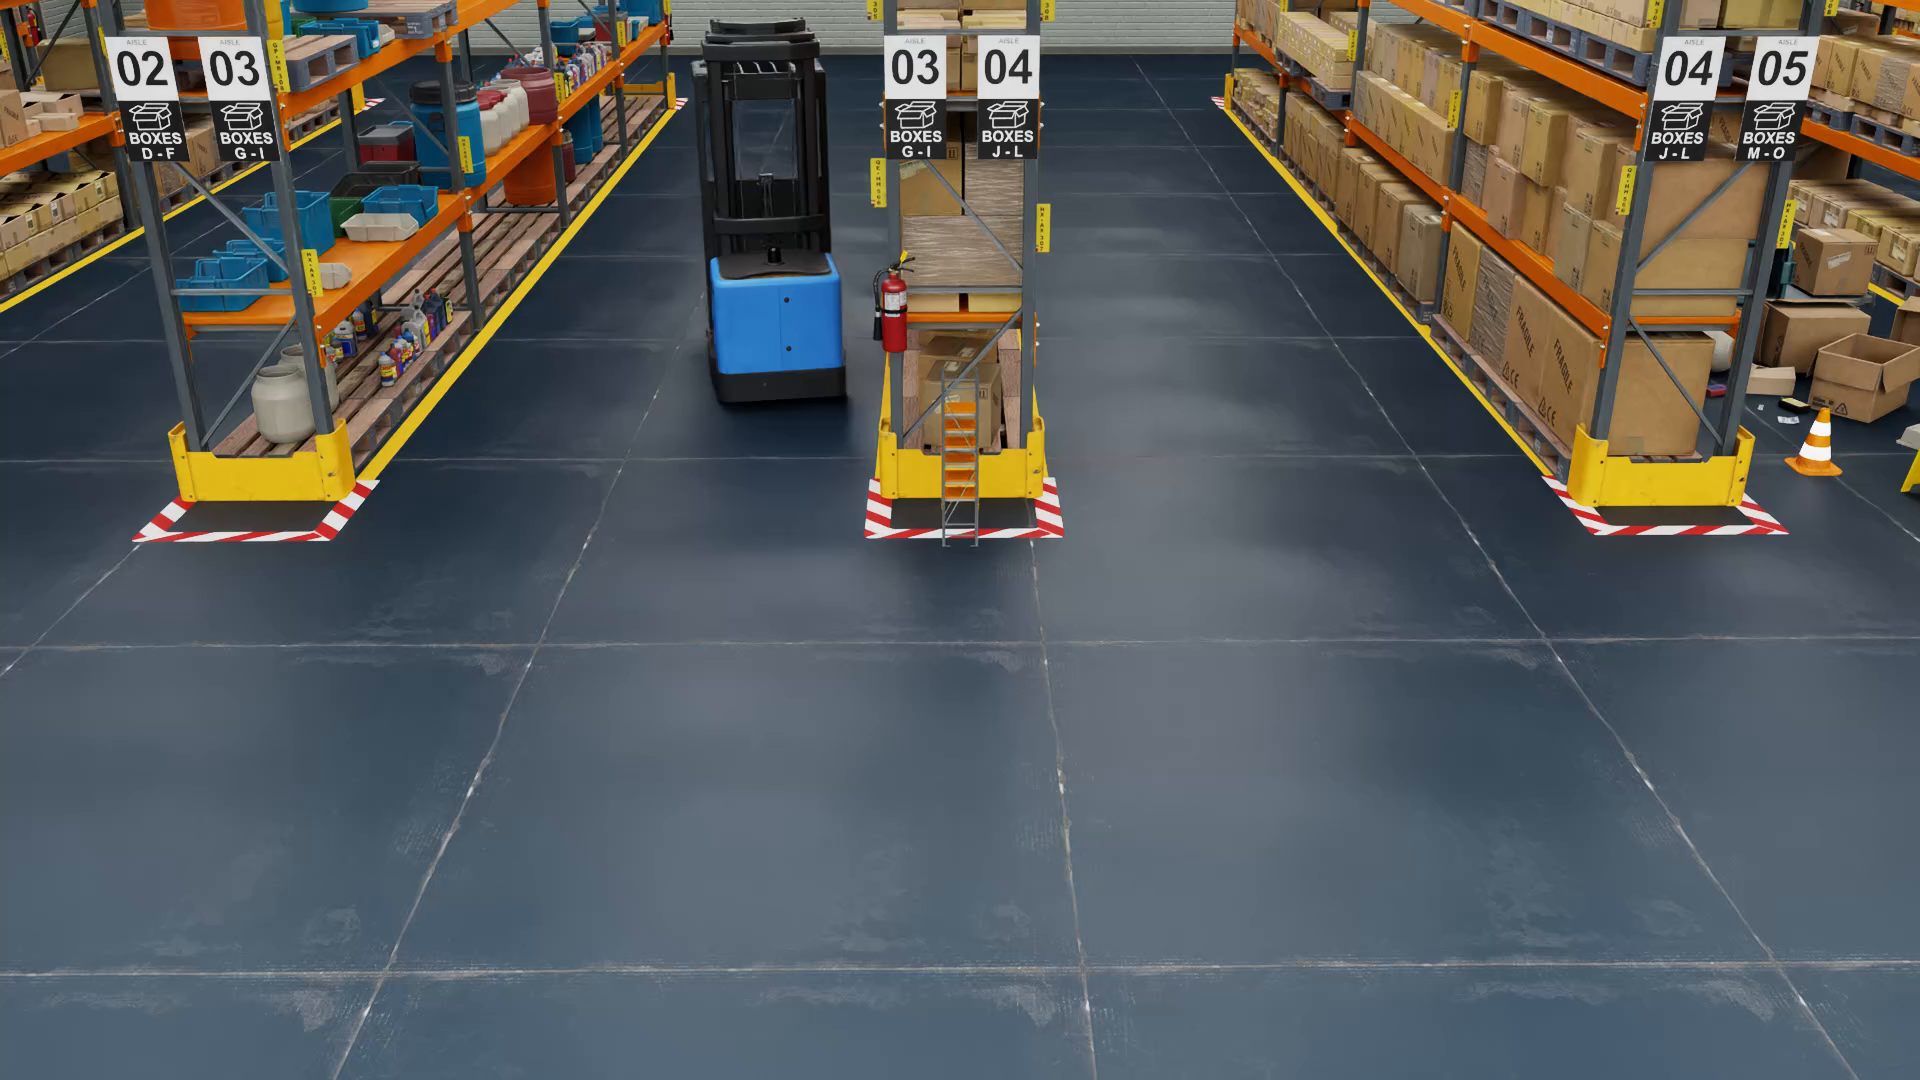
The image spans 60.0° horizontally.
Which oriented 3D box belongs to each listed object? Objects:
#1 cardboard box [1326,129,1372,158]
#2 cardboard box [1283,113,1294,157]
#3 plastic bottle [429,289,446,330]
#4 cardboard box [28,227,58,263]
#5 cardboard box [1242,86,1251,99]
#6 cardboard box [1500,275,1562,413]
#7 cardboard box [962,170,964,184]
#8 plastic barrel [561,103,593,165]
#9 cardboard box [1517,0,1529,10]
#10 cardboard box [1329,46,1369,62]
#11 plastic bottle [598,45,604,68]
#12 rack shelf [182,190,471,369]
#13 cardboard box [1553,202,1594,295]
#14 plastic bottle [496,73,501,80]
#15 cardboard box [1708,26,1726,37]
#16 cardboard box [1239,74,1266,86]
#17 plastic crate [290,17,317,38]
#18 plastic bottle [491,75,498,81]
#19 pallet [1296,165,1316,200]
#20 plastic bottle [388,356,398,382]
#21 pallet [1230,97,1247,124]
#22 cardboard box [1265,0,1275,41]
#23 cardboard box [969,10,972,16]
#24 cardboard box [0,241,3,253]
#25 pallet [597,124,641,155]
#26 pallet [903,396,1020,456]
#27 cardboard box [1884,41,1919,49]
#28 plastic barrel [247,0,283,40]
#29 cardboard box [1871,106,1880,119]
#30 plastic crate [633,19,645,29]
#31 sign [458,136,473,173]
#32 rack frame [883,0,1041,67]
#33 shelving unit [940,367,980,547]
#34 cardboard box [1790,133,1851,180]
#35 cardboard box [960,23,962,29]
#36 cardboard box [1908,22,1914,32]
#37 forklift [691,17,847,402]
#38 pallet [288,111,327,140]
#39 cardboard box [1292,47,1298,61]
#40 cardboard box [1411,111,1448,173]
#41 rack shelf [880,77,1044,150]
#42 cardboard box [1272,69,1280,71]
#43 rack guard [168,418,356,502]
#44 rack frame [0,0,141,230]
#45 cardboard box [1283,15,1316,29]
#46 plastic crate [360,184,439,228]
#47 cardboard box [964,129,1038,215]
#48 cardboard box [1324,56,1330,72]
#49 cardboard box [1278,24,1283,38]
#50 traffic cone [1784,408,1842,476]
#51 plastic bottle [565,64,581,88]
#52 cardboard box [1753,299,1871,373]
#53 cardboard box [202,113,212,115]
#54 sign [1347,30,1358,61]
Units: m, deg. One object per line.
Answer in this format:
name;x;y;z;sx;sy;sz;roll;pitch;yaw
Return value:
cardboard box;4.616;-4.657;19.520;0.500;0.250;0.500;-1;24;-2
cardboard box;4.585;-5.377;22.022;0.500;0.500;0.500;1;24;1
plastic bottle;-4.689;-2.060;14.846;0.144;0.351;0.185;-1;24;-2
cardboard box;-9.711;-3.049;17.180;0.500;0.250;0.500;0;24;0
cardboard box;4.479;-6.769;25.167;0.380;0.149;0.250;0;24;1
cardboard box;4.888;-1.550;13.107;0.875;0.875;0.875;-1;24;-1
cardboard box;-0.054;-2.524;12.709;0.875;0.500;0.500;0;24;-1
plastic barrel;-5.075;-5.346;21.468;0.600;0.901;0.708;0;24;-1
cardboard box;4.606;-4.252;13.045;0.380;0.149;0.250;-1;24;-1
cardboard box;4.422;-5.530;18.910;0.380;0.149;0.250;-1;24;-3
plastic bottle;-4.696;-6.318;21.721;0.061;0.283;0.133;0;24;-1
rack shelf;-4.962;-2.179;13.300;1.077;0.370;4.000;0;24;-1
cardboard box;4.896;-2.133;12.144;0.875;0.550;0.550;0;24;-1
plastic bottle;-5.449;-5.388;19.680;0.097;0.271;0.097;0;24;0
cardboard box;5.286;-3.422;11.211;0.380;0.149;0.250;0;24;0
cardboard box;4.462;-7.007;25.331;0.380;0.149;0.250;0;24;-1
plastic crate;-5.239;-3.949;12.960;0.336;0.188;0.450;0;24;-1
plastic bottle;-5.447;-5.308;19.502;0.097;0.271;0.097;0;24;0
pallet;4.868;-4.535;21.020;1.003;0.211;1.213;0;24;-1
plastic bottle;-4.650;-1.399;13.565;0.097;0.201;0.097;0;24;0
pallet;4.773;-6.642;25.679;1.003;0.211;1.213;0;24;-1
cardboard box;4.550;-7.223;23.099;0.500;0.500;0.500;-1;24;-2
cardboard box;0.260;-3.835;12.148;0.380;0.149;0.250;-1;24;-3
cardboard box;-9.693;-2.882;16.128;0.500;0.311;0.500;-1;24;-1
pallet;-5.118;-5.659;23.507;1.003;0.211;1.213;0;24;-1
pallet;0.038;-0.800;12.764;1.003;0.211;1.213;0;24;-1
cardboard box;10.134;-5.019;17.716;0.500;0.500;0.500;-1;24;-1
plastic barrel;-5.080;-3.795;11.624;0.600;0.588;0.600;0;24;0
cardboard box;9.683;-4.430;17.199;0.380;0.149;0.250;1;24;2
plastic crate;-4.937;-7.728;24.944;0.396;0.136;0.243;0;24;-1
sign;-4.434;-3.455;14.913;0.100;0.325;0.005;0;24;-1
rack frame;0.012;-4.438;10.143;1.000;3.000;0.127;0;24;-1
shelving unit;0.000;-0.541;10.989;0.258;1.200;0.189;0;24;-1
cardboard box;9.910;-4.554;19.748;0.875;0.875;0.875;0;24;-1
cardboard box;0.252;-3.619;12.155;0.500;0.250;0.500;0;24;-1
cardboard box;14.476;-7.688;24.914;0.380;0.149;0.250;0;24;0
forklift;-1.703;-3.037;14.407;1.130;2.935;3.031;-4;25;-9
pallet;-10.047;-6.123;24.532;1.003;0.211;1.213;0;24;-1
cardboard box;4.399;-6.117;20.930;0.380;0.149;0.250;-1;24;-3
cardboard box;4.651;-3.801;15.893;0.500;0.500;0.500;-1;24;-1
rack shelf;-0.010;-3.568;12.731;1.077;0.370;4.000;0;24;-1
cardboard box;5.057;-7.225;25.812;0.380;0.149;0.250;0;24;0
rack guard;-4.989;-0.575;11.914;1.175;0.500;0.348;0;24;-1
rack frame;-9.981;-4.958;18.573;1.000;3.000;0.127;0;24;-1
cardboard box;4.395;-6.699;21.495;0.380;0.149;0.250;0;24;1
plastic crate;-4.701;-2.808;13.999;0.499;0.251;0.616;0;24;-1
cardboard box;0.279;-2.569;11.595;0.500;0.500;0.500;0;24;-1
cardboard box;4.420;-5.506;19.218;0.380;0.149;0.250;1;24;1
cardboard box;4.386;-6.678;21.810;0.380;0.149;0.250;0;24;0
traffic cone;6.387;-0.755;12.357;0.336;0.463;0.334;0;24;-1
plastic bottle;-4.725;-5.674;20.305;0.152;0.276;0.135;0;24;-1
cardboard box;7.352;-1.771;14.391;0.797;0.637;0.503;0;24;-1
cardboard box;-9.733;-5.466;22.195;0.500;0.500;0.500;0;24;-1
sign;4.343;-5.467;18.389;0.100;0.325;0.005;0;24;-1
